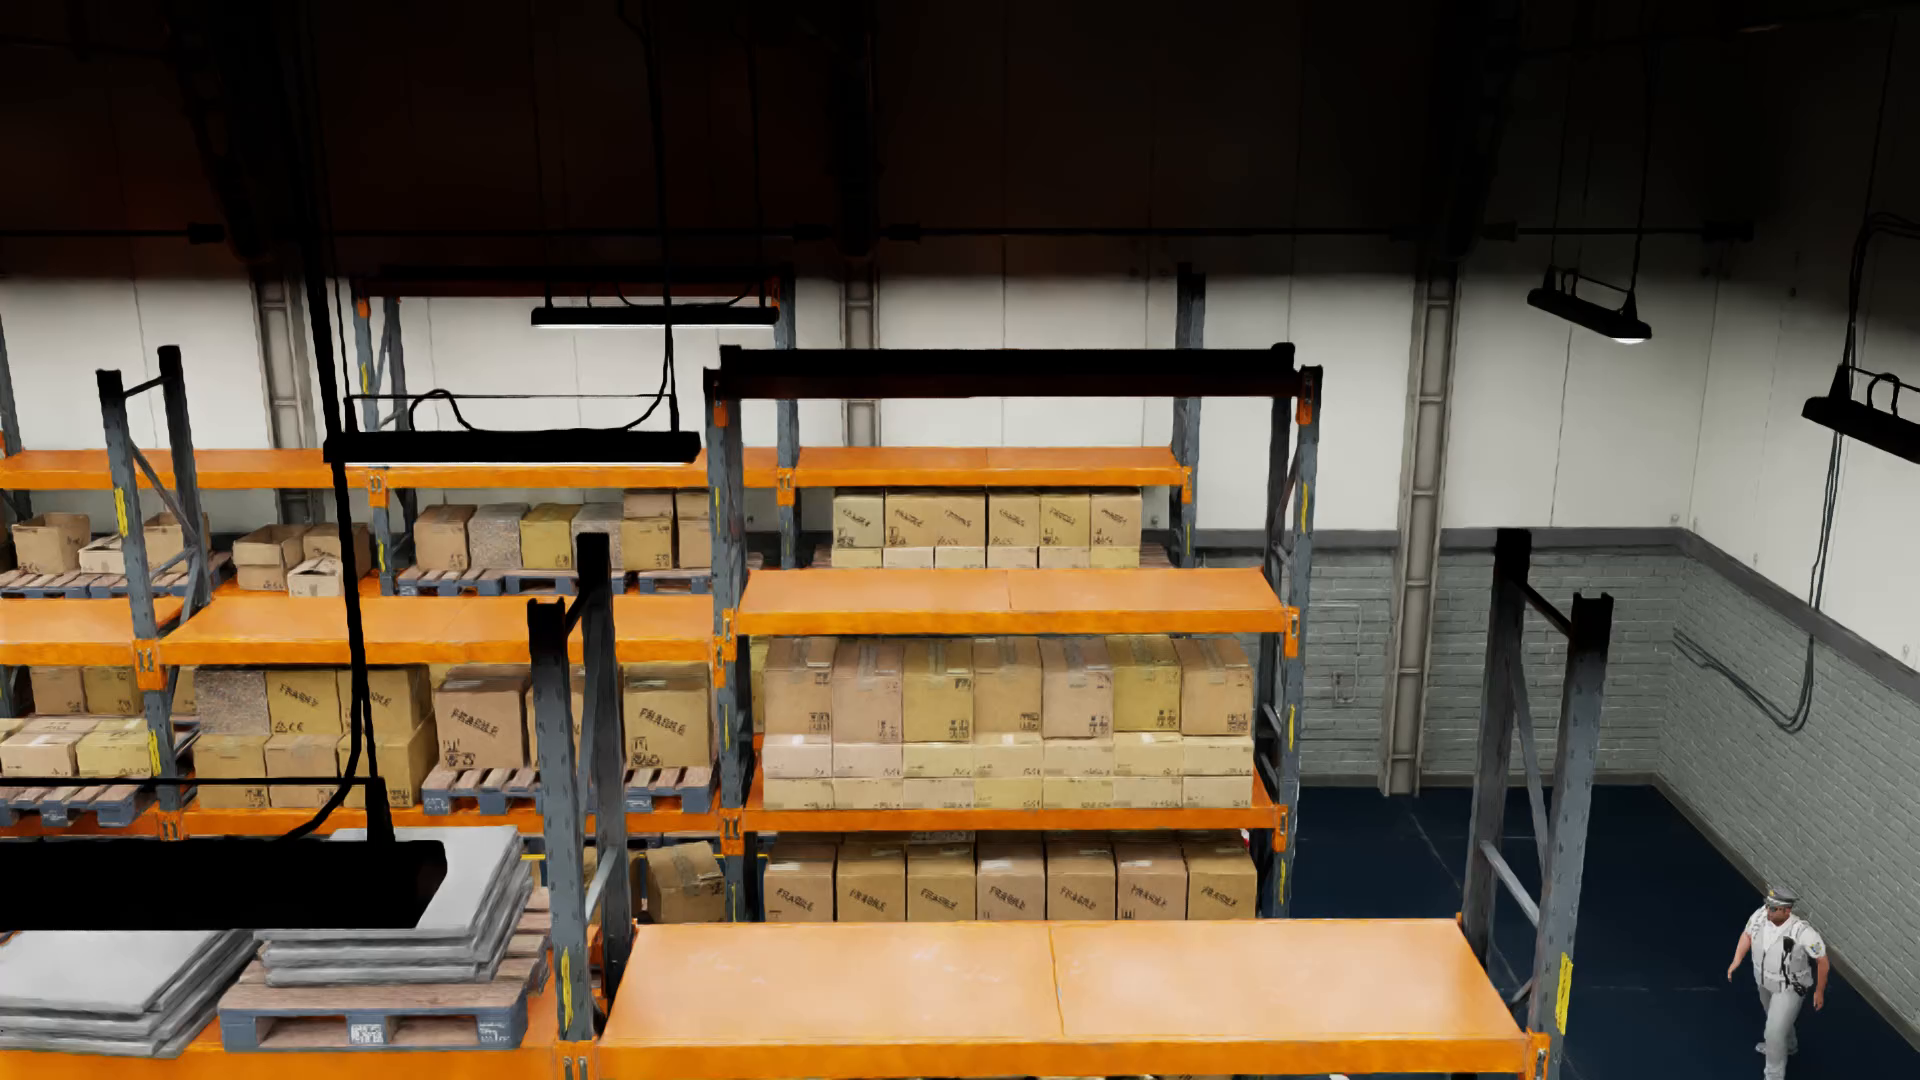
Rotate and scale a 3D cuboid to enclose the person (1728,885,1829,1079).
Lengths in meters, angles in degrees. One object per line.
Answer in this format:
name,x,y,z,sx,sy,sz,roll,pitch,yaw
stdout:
person,6.604,3.536,13.350,0.847,1.693,0.686,-6,17,-18
